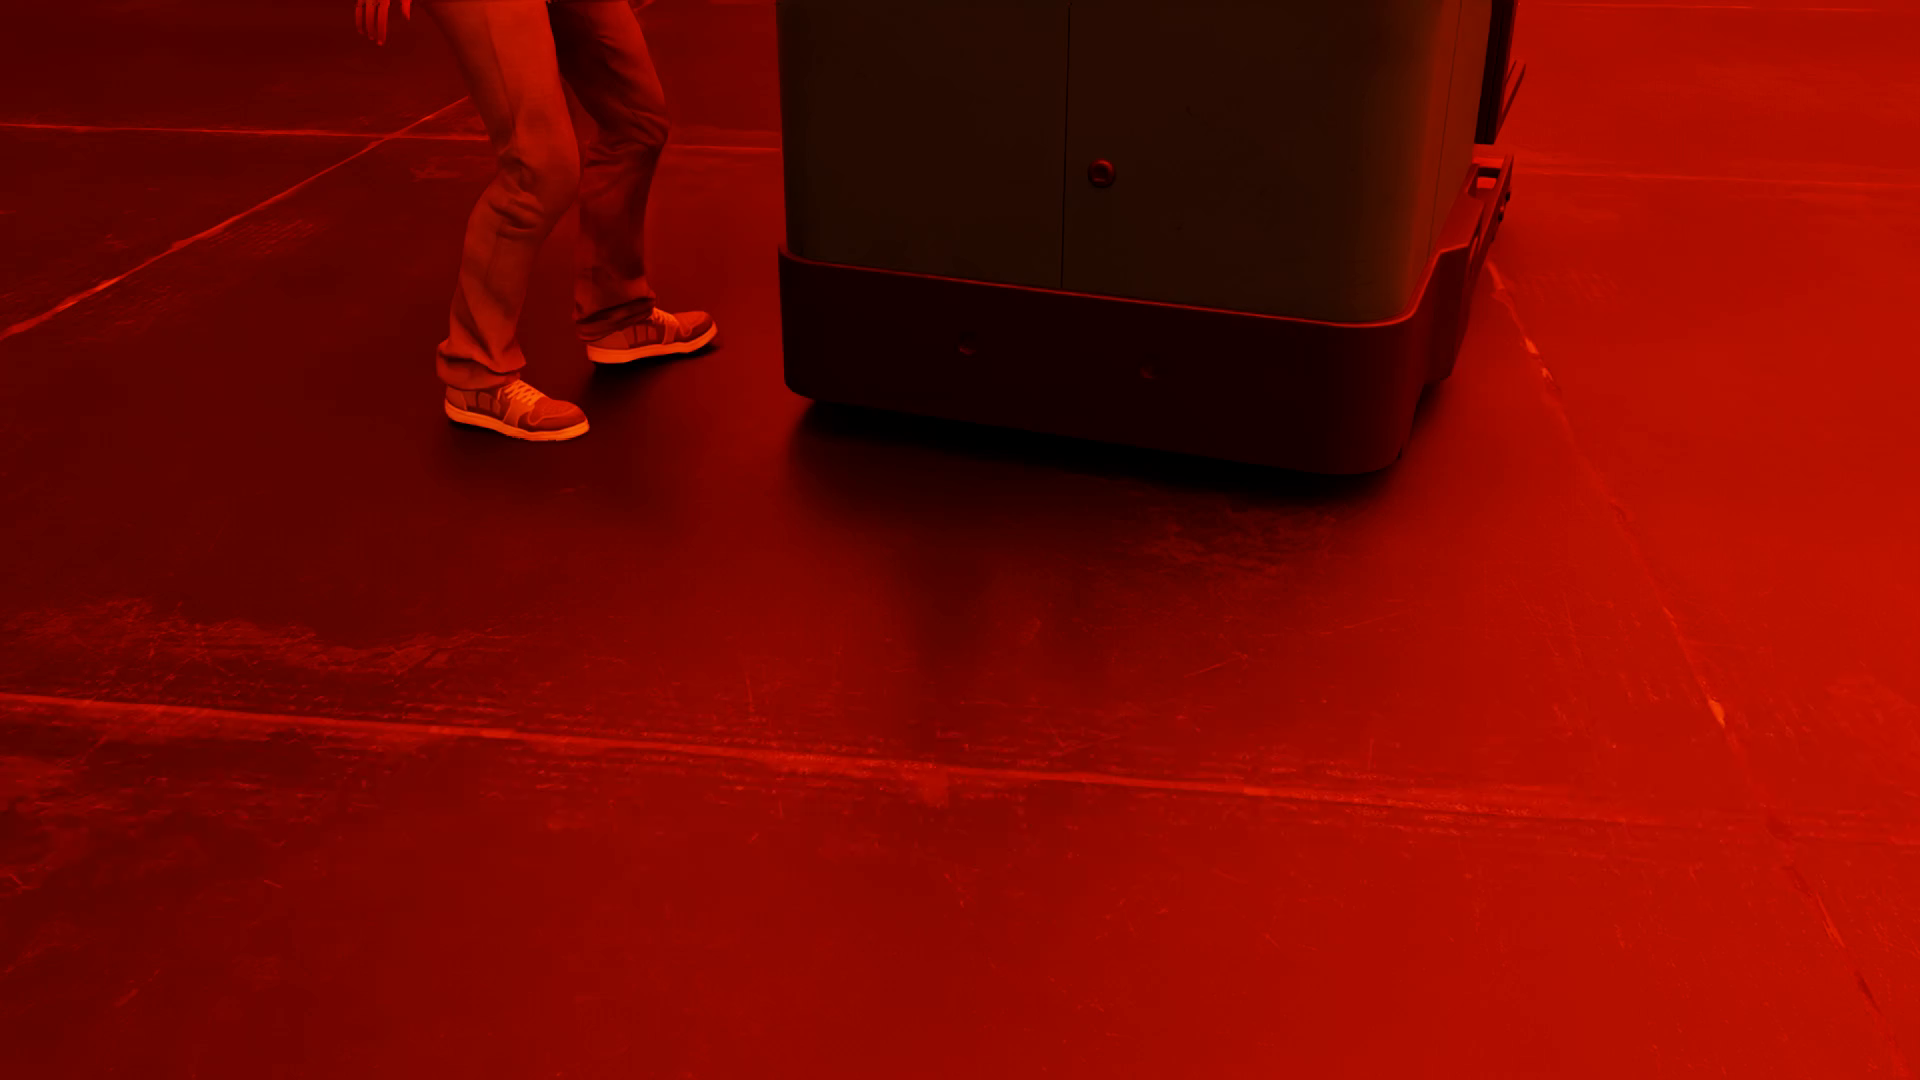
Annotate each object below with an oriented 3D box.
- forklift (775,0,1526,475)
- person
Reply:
[{"bbox_3d":[0.697,-2.046,3.318,1.130,2.935,3.031,10,28,19],"label":"forklift"},{"bbox_3d":[-0.698,-0.935,2.654,0.388,1.556,0.732,5,27,11],"label":"person"}]
